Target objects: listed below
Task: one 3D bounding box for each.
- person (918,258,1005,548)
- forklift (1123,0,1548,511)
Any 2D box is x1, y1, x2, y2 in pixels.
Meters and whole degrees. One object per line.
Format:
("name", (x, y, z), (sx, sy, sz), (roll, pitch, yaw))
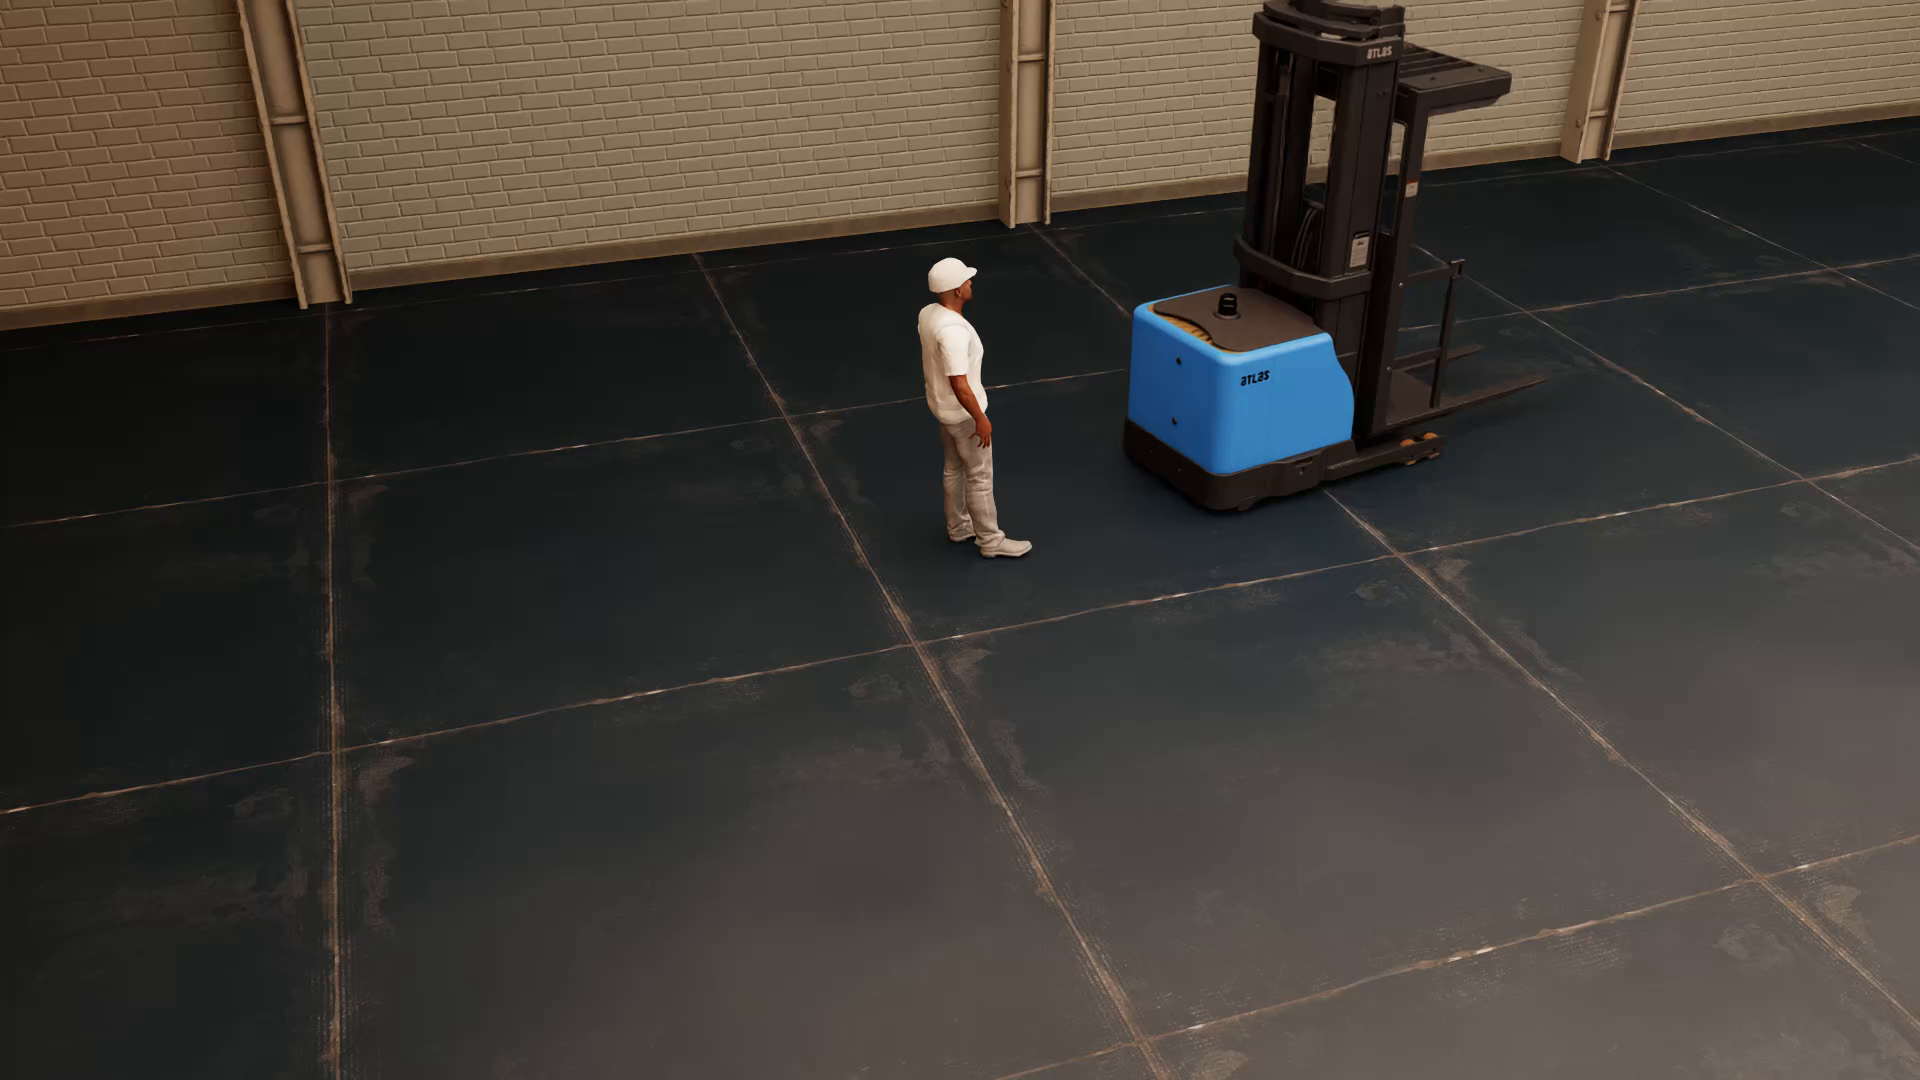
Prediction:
("person", (-0.007, -0.793, 9.559), (0.420, 1.706, 0.665), (-10, 31, -16))
("forklift", (2.608, -1.973, 10.517), (3.031, 2.935, 1.130), (-16, 34, -26))
